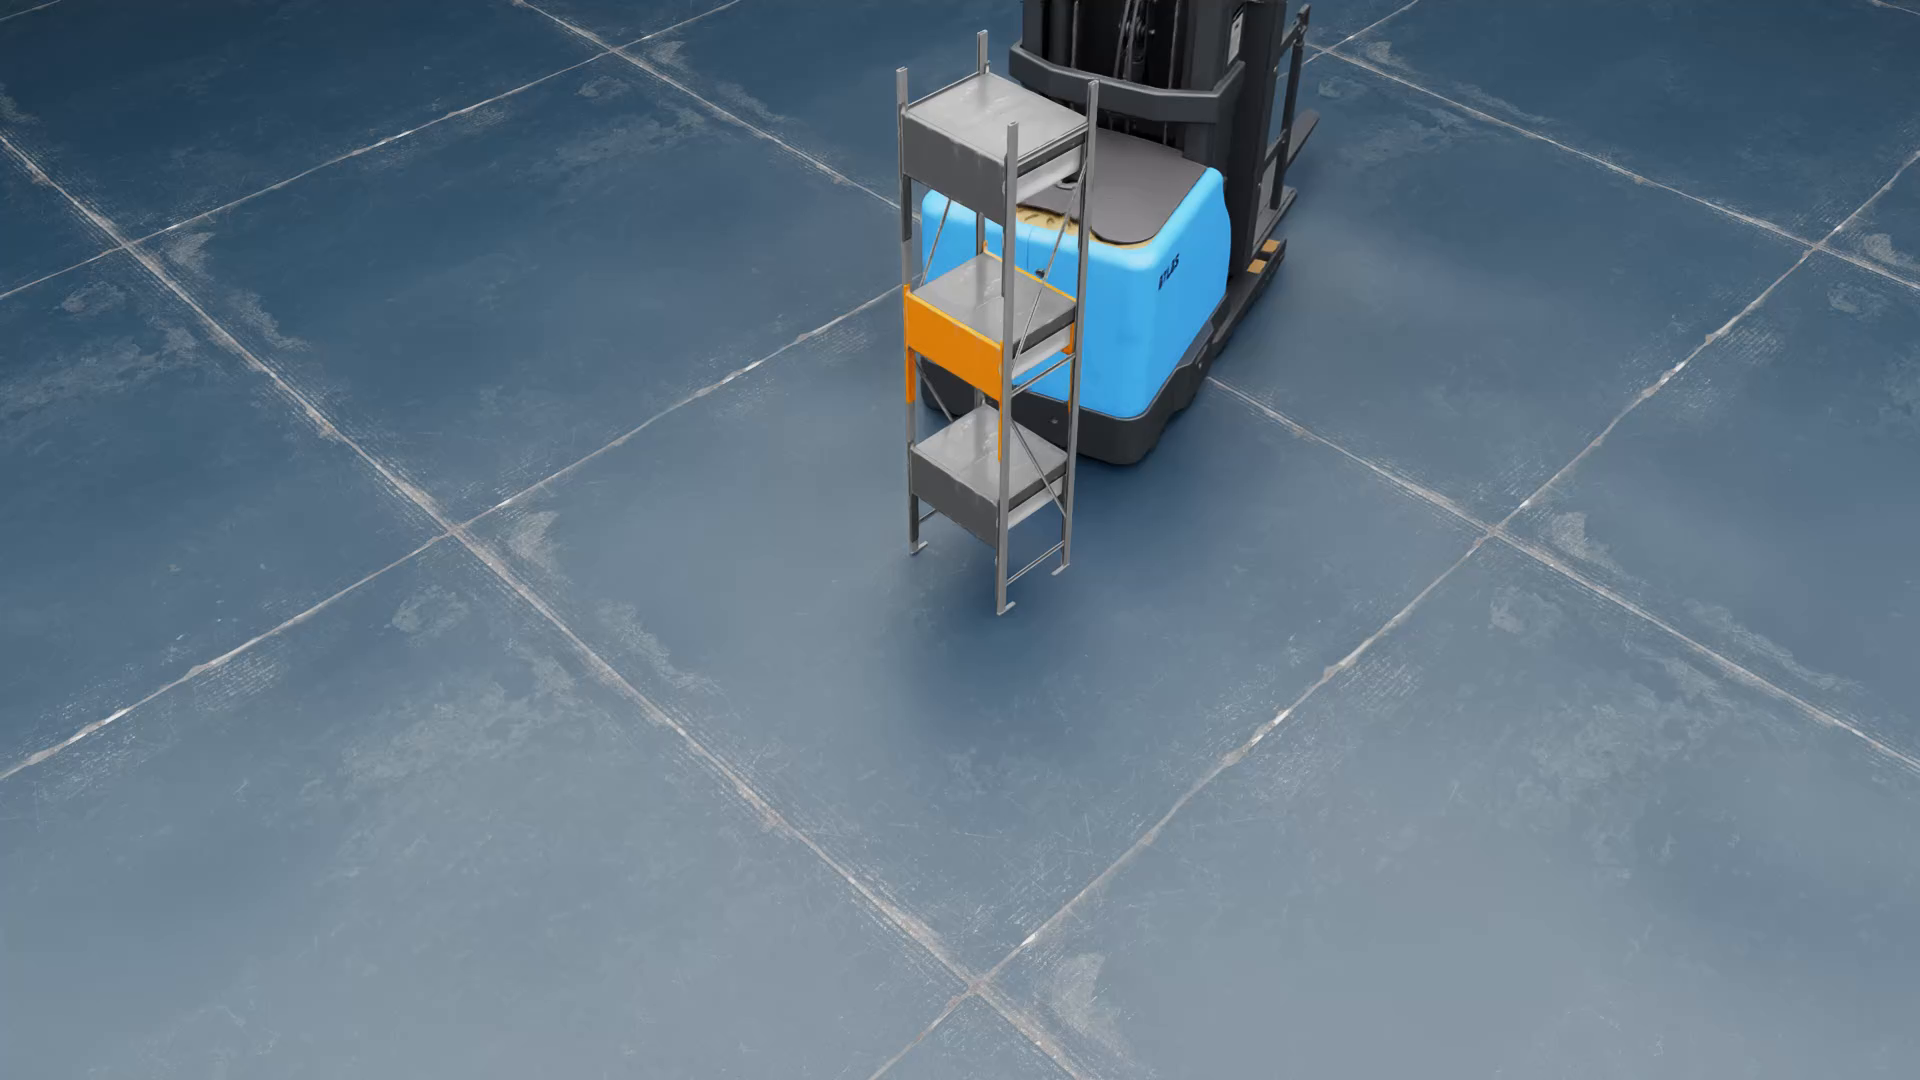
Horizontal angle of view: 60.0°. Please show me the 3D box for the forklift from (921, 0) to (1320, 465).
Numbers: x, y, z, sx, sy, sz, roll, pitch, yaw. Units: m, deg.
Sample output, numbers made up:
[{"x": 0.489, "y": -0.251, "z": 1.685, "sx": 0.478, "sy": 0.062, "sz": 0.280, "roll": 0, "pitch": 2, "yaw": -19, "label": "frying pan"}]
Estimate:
[{"x": 0.944, "y": -2.392, "z": 7.179, "sx": 1.130, "sy": 2.935, "sz": 3.031, "roll": 19, "pitch": 46, "yaw": 19, "label": "forklift"}]

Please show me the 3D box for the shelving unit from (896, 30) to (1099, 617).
[{"x": 0.117, "y": -0.692, "z": 5.951, "sx": 0.431, "sy": 2.100, "sz": 0.503, "roll": -34, "pitch": 53, "yaw": -31, "label": "shelving unit"}]

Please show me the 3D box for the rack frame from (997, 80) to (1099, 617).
[{"x": 0.289, "y": -0.574, "z": 5.824, "sx": 0.400, "sy": 2.100, "sz": 0.015, "roll": -34, "pitch": 53, "yaw": -31, "label": "rack frame"}]

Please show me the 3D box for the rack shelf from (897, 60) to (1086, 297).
[{"x": 0.117, "y": -1.196, "z": 5.486, "sx": 0.431, "sy": 0.518, "sz": 0.480, "roll": -34, "pitch": 53, "yaw": -31, "label": "rack shelf"}]

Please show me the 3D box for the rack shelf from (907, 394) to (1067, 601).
[{"x": 0.117, "y": -0.168, "z": 6.436, "sx": 0.431, "sy": 0.518, "sz": 0.480, "roll": -34, "pitch": 53, "yaw": -31, "label": "rack shelf"}]

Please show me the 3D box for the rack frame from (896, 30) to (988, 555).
[{"x": -0.055, "y": -0.809, "z": 6.078, "sx": 0.400, "sy": 2.100, "sz": 0.015, "roll": -34, "pitch": 53, "yaw": -31, "label": "rack frame"}]

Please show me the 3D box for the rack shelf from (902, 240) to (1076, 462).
[{"x": 0.117, "y": -0.682, "z": 5.961, "sx": 0.431, "sy": 0.518, "sz": 0.480, "roll": -34, "pitch": 53, "yaw": -31, "label": "rack shelf"}]
